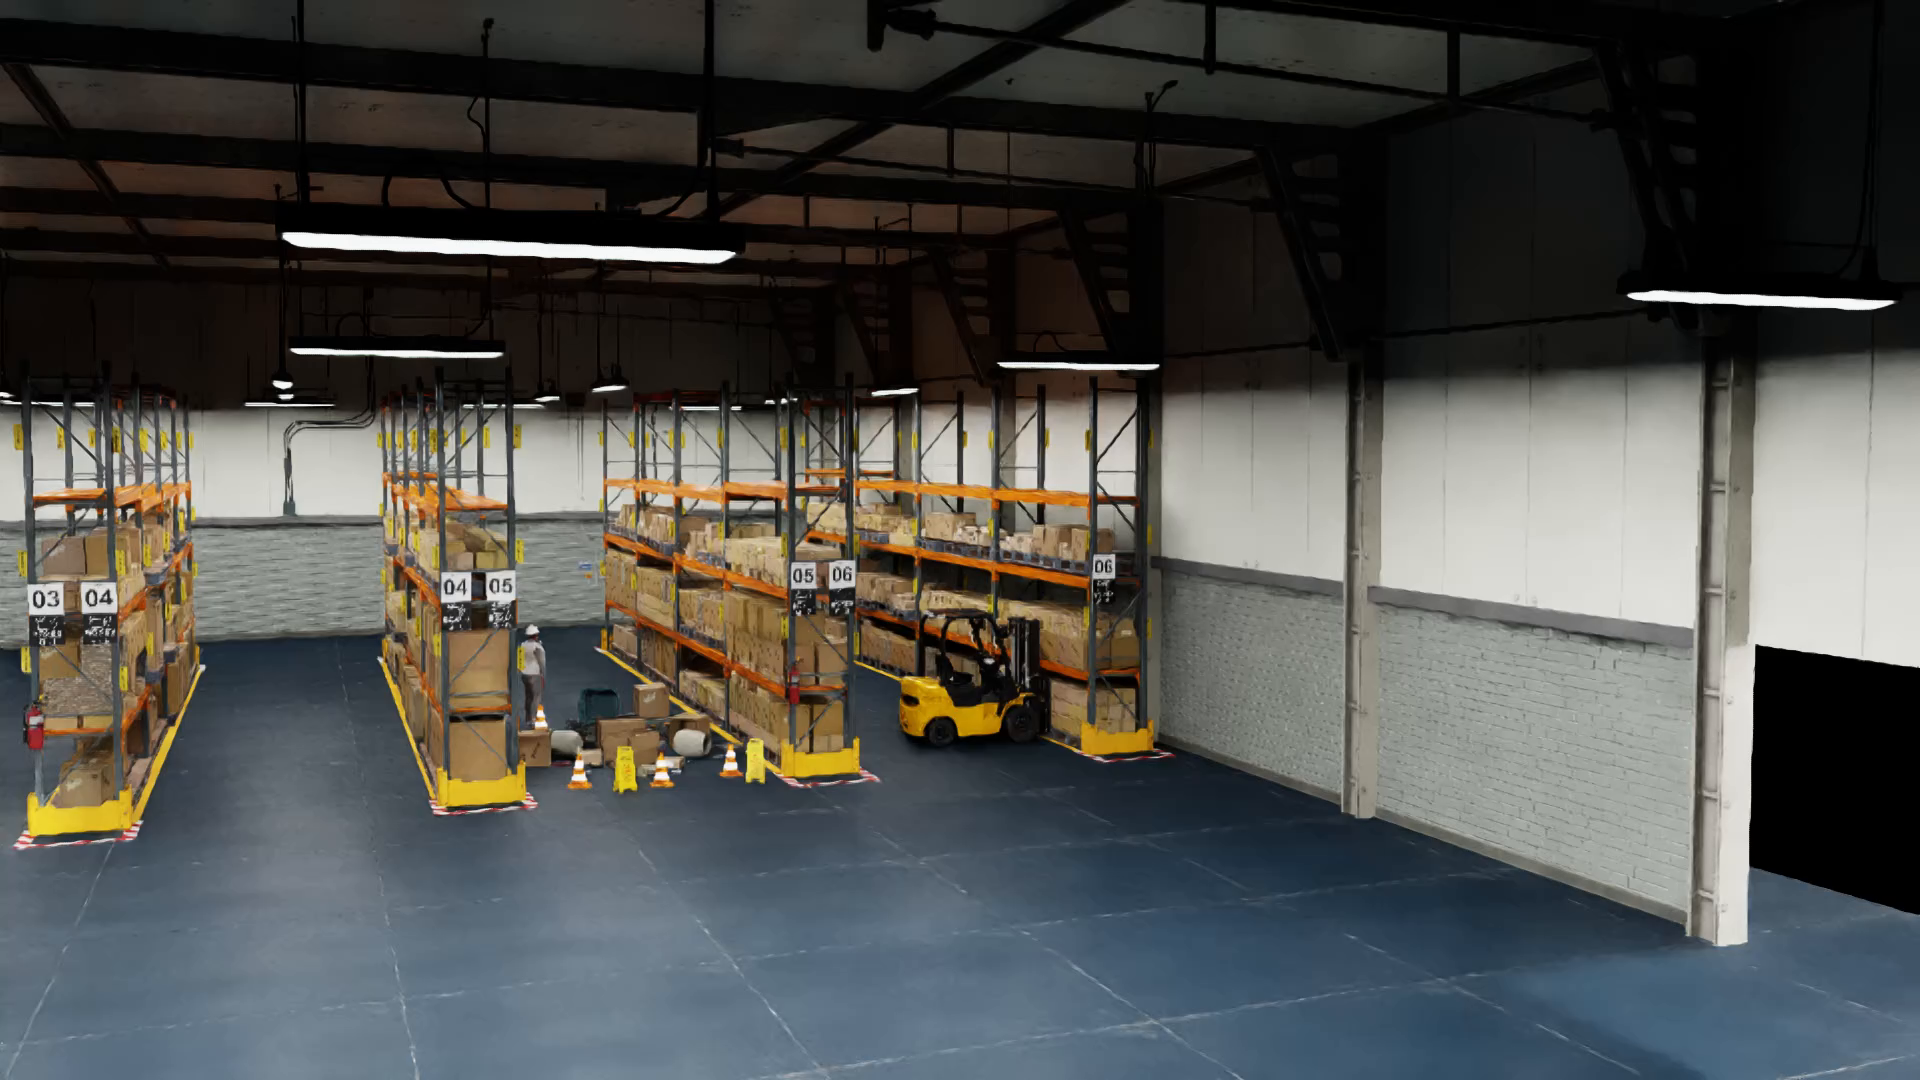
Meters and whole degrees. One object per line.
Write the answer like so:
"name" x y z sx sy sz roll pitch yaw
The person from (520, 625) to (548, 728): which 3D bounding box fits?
"person" -7.400 2.360 28.991 0.581 1.766 0.444 3 4 39
